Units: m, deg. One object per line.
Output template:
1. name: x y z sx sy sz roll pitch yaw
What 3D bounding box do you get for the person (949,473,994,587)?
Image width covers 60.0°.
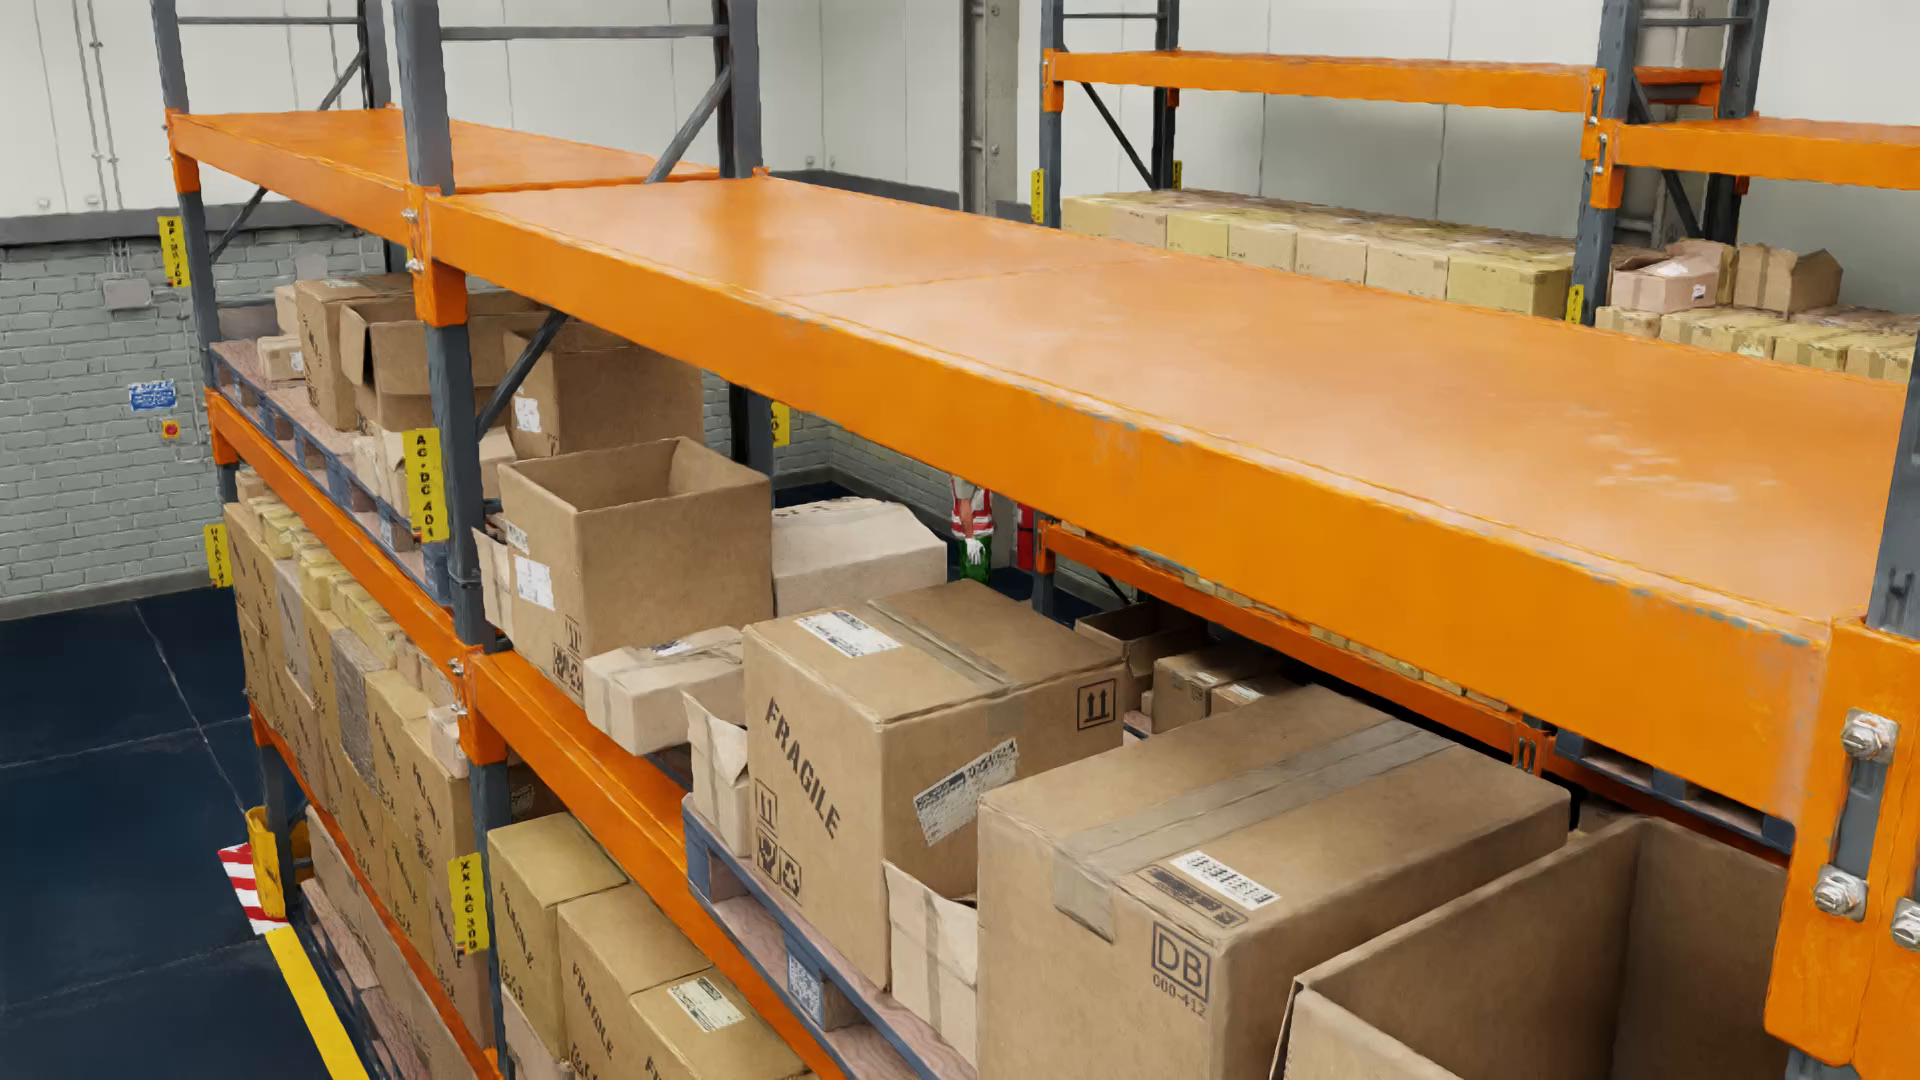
1. person: 0.119 -0.041 12.111 0.395 1.798 0.682 -1 18 -2
